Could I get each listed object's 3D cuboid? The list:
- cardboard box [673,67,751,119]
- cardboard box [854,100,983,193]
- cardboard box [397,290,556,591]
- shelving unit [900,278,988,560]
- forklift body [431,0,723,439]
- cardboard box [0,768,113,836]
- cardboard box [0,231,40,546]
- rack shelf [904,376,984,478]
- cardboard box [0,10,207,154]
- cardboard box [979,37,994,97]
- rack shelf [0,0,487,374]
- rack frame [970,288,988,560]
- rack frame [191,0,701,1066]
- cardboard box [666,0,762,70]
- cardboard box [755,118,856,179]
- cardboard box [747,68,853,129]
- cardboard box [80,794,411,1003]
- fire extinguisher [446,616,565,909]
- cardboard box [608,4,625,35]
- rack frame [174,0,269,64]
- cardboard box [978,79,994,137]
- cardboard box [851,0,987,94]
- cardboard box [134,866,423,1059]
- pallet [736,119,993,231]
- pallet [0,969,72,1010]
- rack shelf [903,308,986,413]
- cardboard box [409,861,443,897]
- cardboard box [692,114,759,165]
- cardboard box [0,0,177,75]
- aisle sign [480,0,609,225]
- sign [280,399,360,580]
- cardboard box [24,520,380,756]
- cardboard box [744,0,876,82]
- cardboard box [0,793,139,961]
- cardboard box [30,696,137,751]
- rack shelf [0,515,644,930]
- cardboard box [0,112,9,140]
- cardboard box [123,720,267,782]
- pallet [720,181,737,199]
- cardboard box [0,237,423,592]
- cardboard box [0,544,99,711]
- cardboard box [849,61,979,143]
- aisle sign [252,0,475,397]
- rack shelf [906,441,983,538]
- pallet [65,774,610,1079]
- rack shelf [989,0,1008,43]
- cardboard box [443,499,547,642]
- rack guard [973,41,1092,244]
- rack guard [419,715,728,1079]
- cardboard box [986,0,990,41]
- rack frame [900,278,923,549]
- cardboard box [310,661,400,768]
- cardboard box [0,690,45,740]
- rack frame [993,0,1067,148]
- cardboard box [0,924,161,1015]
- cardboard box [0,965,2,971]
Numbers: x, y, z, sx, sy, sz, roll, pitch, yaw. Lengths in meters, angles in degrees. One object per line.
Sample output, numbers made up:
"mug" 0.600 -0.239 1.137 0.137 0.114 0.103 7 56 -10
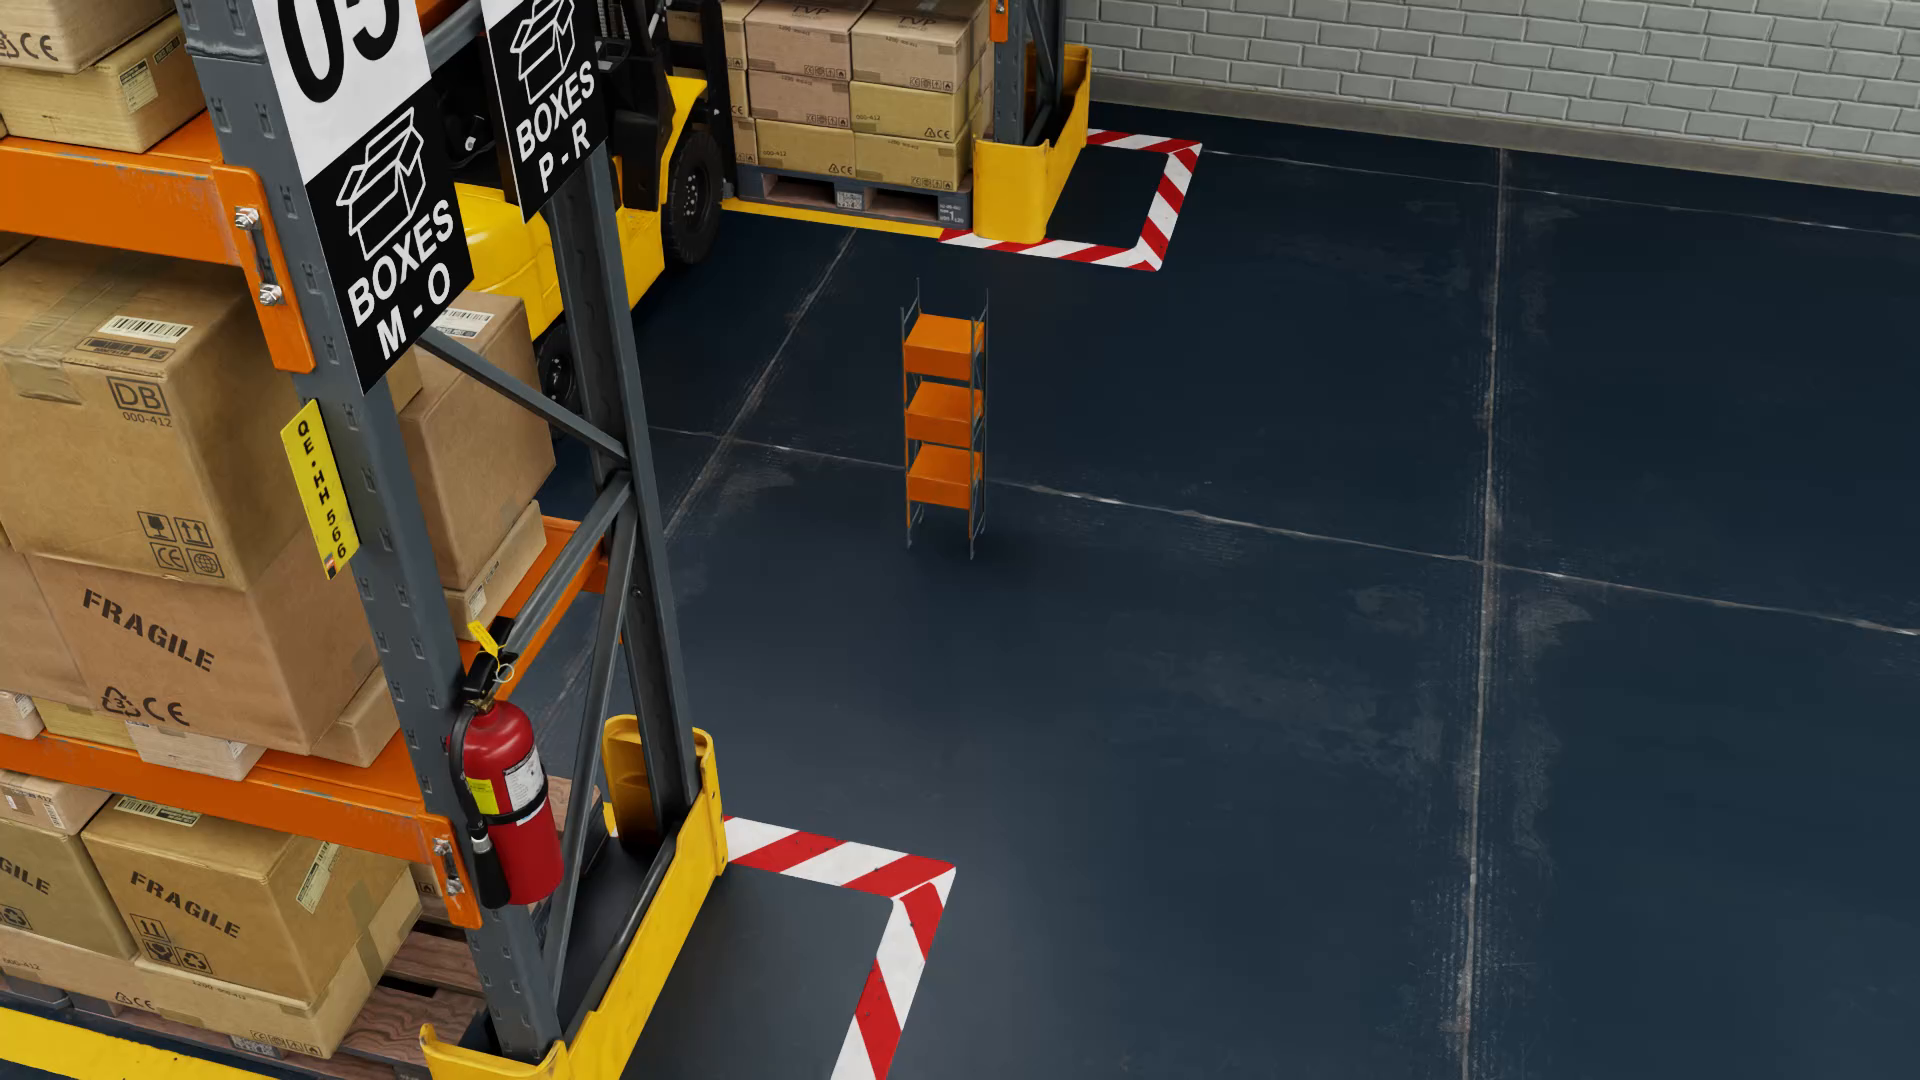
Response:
"cardboard box" -1.196 -2.293 8.071 0.500 0.250 0.500 9 41 10
"cardboard box" -0.195 -1.934 8.032 0.500 0.250 0.500 10 41 12
"cardboard box" -1.324 -0.263 3.922 0.500 0.500 0.500 9 41 11
"shelving unit" -0.052 -0.411 5.923 0.252 1.050 0.215 10 41 11
"forklift body" -1.962 -1.801 6.722 1.214 2.155 2.313 10 41 11
"cardboard box" -2.152 0.506 4.039 0.250 0.149 0.380 11 41 13
"cardboard box" -1.975 -0.433 3.347 0.500 0.500 0.700 10 41 12
"rack shelf" -0.052 -0.403 5.930 0.240 0.259 0.215 10 41 11
"cardboard box" -1.356 -0.798 2.731 0.250 0.149 0.380 10 41 12
"cardboard box" -0.060 -2.451 8.259 0.500 0.250 0.500 10 41 12
"rack shelf" -2.871 -1.066 3.414 4.000 0.370 1.077 10 41 11
"rack frame" 0.066 -0.391 5.899 0.008 1.050 0.200 10 41 11
"rack frame" -0.939 0.140 3.751 0.127 3.000 1.000 10 41 11
"cardboard box" -1.169 -2.477 7.901 0.500 0.250 0.500 10 41 12
"cardboard box" -0.673 -2.023 8.138 0.500 0.250 0.500 10 41 11
"cardboard box" -0.692 -2.221 7.985 0.500 0.250 0.500 9 41 11
"cardboard box" -1.780 0.774 4.225 0.500 0.500 0.500 10 41 12
"fire extinguisher" -0.947 0.475 3.412 0.183 0.674 0.296 10 41 11
"cardboard box" -1.657 -2.566 8.007 0.500 0.250 0.500 9 41 11
"rack frame" -0.939 -2.157 1.822 0.127 3.000 1.000 10 41 11
"cardboard box" -0.083 -2.256 8.415 0.500 0.250 0.500 10 41 12
"cardboard box" -0.185 -2.318 7.712 0.500 0.250 0.500 11 41 13
"cardboard box" -1.812 1.061 4.466 0.500 0.250 0.500 10 41 11
"pallet" -0.409 -1.978 8.441 1.213 0.211 1.003 10 41 11
"pallet" -2.962 0.834 5.093 1.213 0.211 1.003 10 41 11
"rack shelf" -0.052 -0.620 5.747 0.240 0.259 0.215 10 41 11
"cardboard box" -1.646 0.726 4.865 0.500 0.250 0.500 9 41 11
"cardboard box" -1.153 -2.112 8.243 0.500 0.250 0.500 10 41 12
"cardboard box" -1.502 -0.983 2.641 0.500 0.250 0.500 9 41 11
"aisle sign" -0.799 -1.038 3.132 0.004 0.787 0.394 10 41 11
"sign" -1.101 -0.083 2.871 0.005 0.325 0.100 10 41 11
"cardboard box" -1.534 0.069 3.527 0.500 0.500 0.500 9 41 11
"cardboard box" -0.679 -2.399 7.809 0.500 0.250 0.500 10 41 12
"cardboard box" -2.285 0.689 4.326 0.500 0.500 0.500 11 41 13
"cardboard box" -1.871 0.278 3.782 0.250 0.149 0.380 9 41 11
"rack shelf" -2.871 0.083 4.378 4.000 0.370 1.077 10 41 11
"cardboard box" -1.604 -0.819 2.756 0.250 0.149 0.380 10 41 12
"cardboard box" -1.628 0.334 3.716 0.250 0.149 0.380 9 41 11
"pallet" -1.583 -2.182 8.684 1.213 0.211 1.003 10 41 11
"cardboard box" -1.488 -0.345 3.241 0.500 0.500 0.700 9 41 10
"cardboard box" -2.017 -0.018 3.629 0.500 0.500 0.500 10 41 12
"cardboard box" -0.210 -2.131 7.877 0.500 0.250 0.500 9 41 11
"aisle sign" -0.954 -0.665 2.688 0.004 0.787 0.394 10 41 11
"rack shelf" -0.052 -0.190 6.108 0.240 0.259 0.215 10 41 11
"pallet" -1.788 1.038 4.850 1.213 0.211 1.003 10 41 11
"rack shelf" -1.591 -3.002 8.051 4.000 0.370 1.077 10 41 11
"cardboard box" -1.213 0.051 4.052 0.250 0.149 0.380 10 41 12
"rack guard" 0.364 -1.983 8.223 0.348 0.500 1.175 10 41 11
"rack guard" -1.012 1.084 4.570 0.348 0.500 1.175 10 41 11
"cardboard box" -0.074 -2.633 8.087 0.500 0.250 0.500 9 41 11
"rack frame" -0.170 -0.431 5.947 0.008 1.050 0.200 10 41 11
"cardboard box" -1.355 0.307 3.748 0.250 0.149 0.380 11 41 13
"cardboard box" -2.127 0.254 3.811 0.250 0.149 0.380 10 41 12
"rack frame" 0.341 -2.945 7.424 0.127 3.000 1.000 10 41 11
"cardboard box" -2.287 0.974 4.570 0.500 0.250 0.500 10 41 12
"cardboard box" -2.794 0.890 4.669 0.500 0.250 0.500 8 41 10
